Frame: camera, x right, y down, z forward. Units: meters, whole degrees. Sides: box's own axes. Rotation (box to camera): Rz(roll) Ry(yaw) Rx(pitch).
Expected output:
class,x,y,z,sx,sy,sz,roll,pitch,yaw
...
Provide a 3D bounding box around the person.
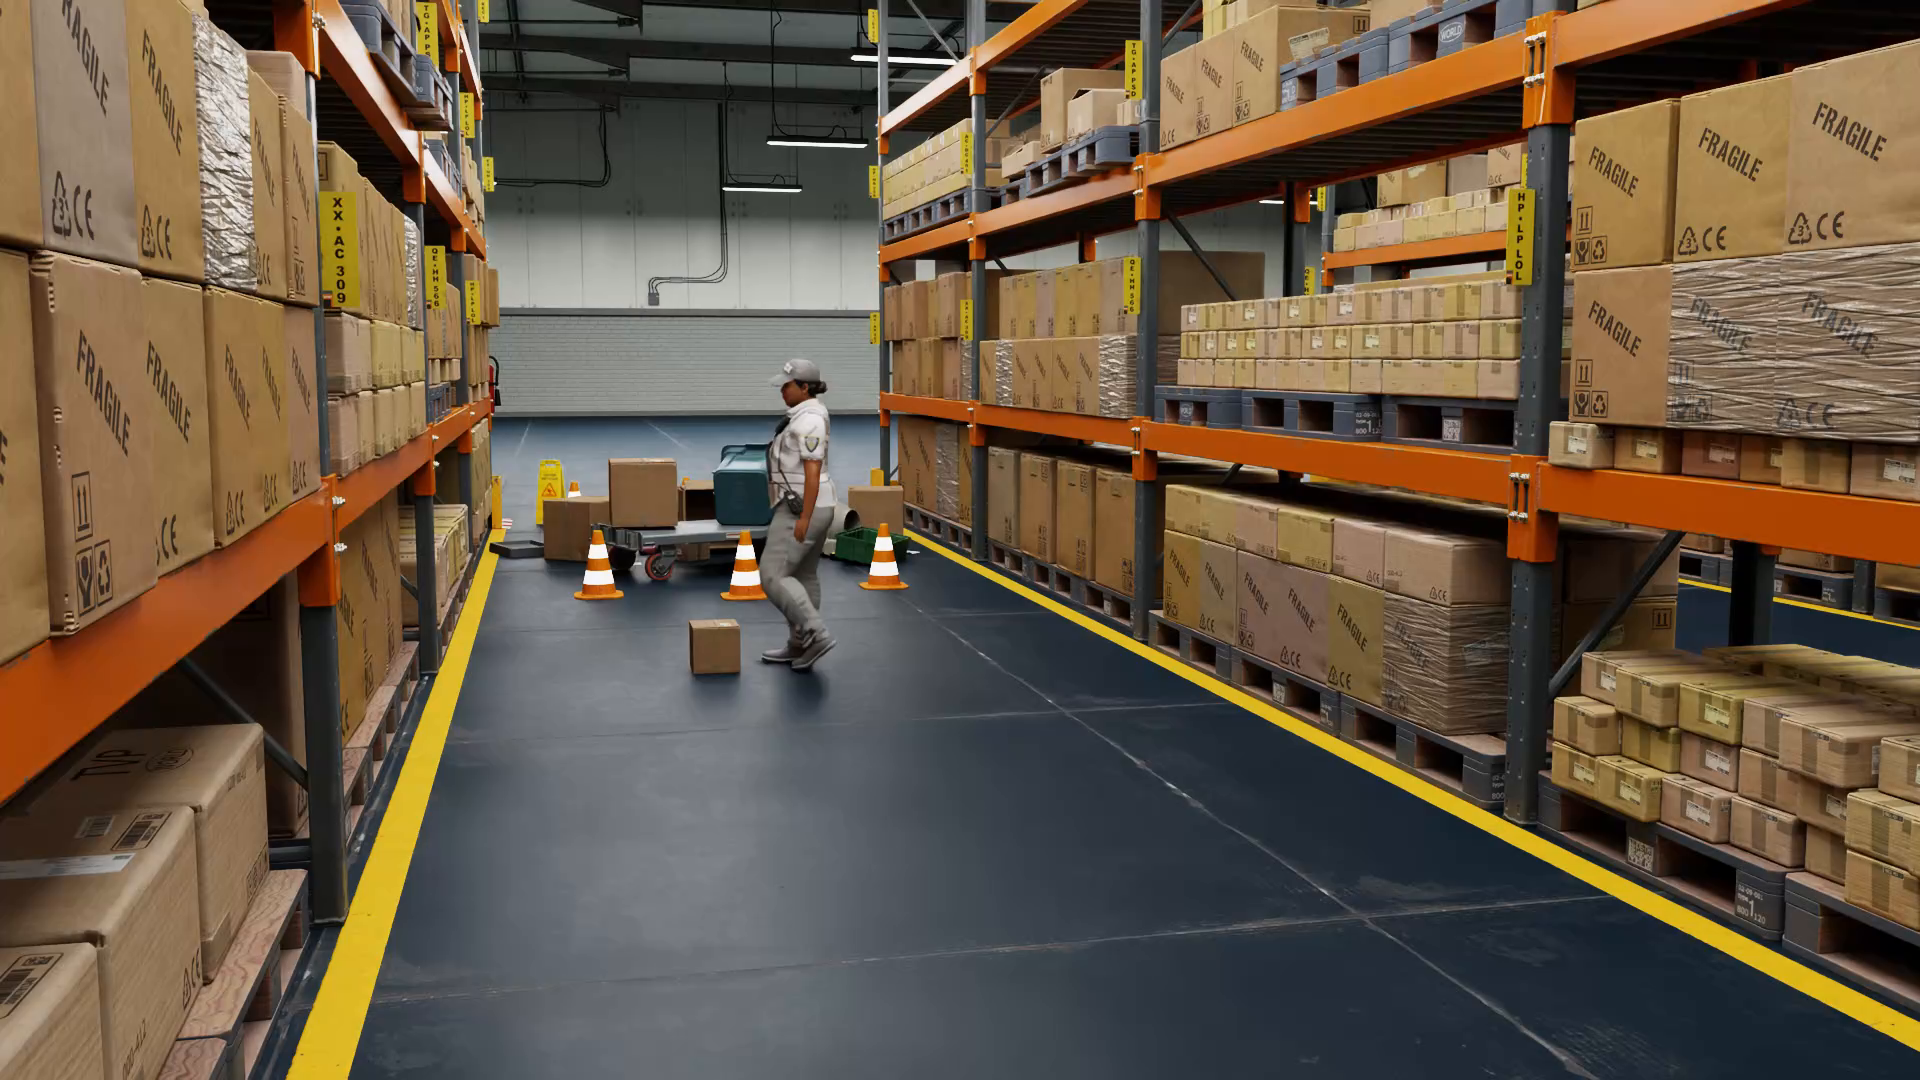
class,x,y,z,sx,sy,sz,roll,pitch,yaw
person,2.067,-4.628,30.047,7.763,5.999,43.191,0,6,-2
